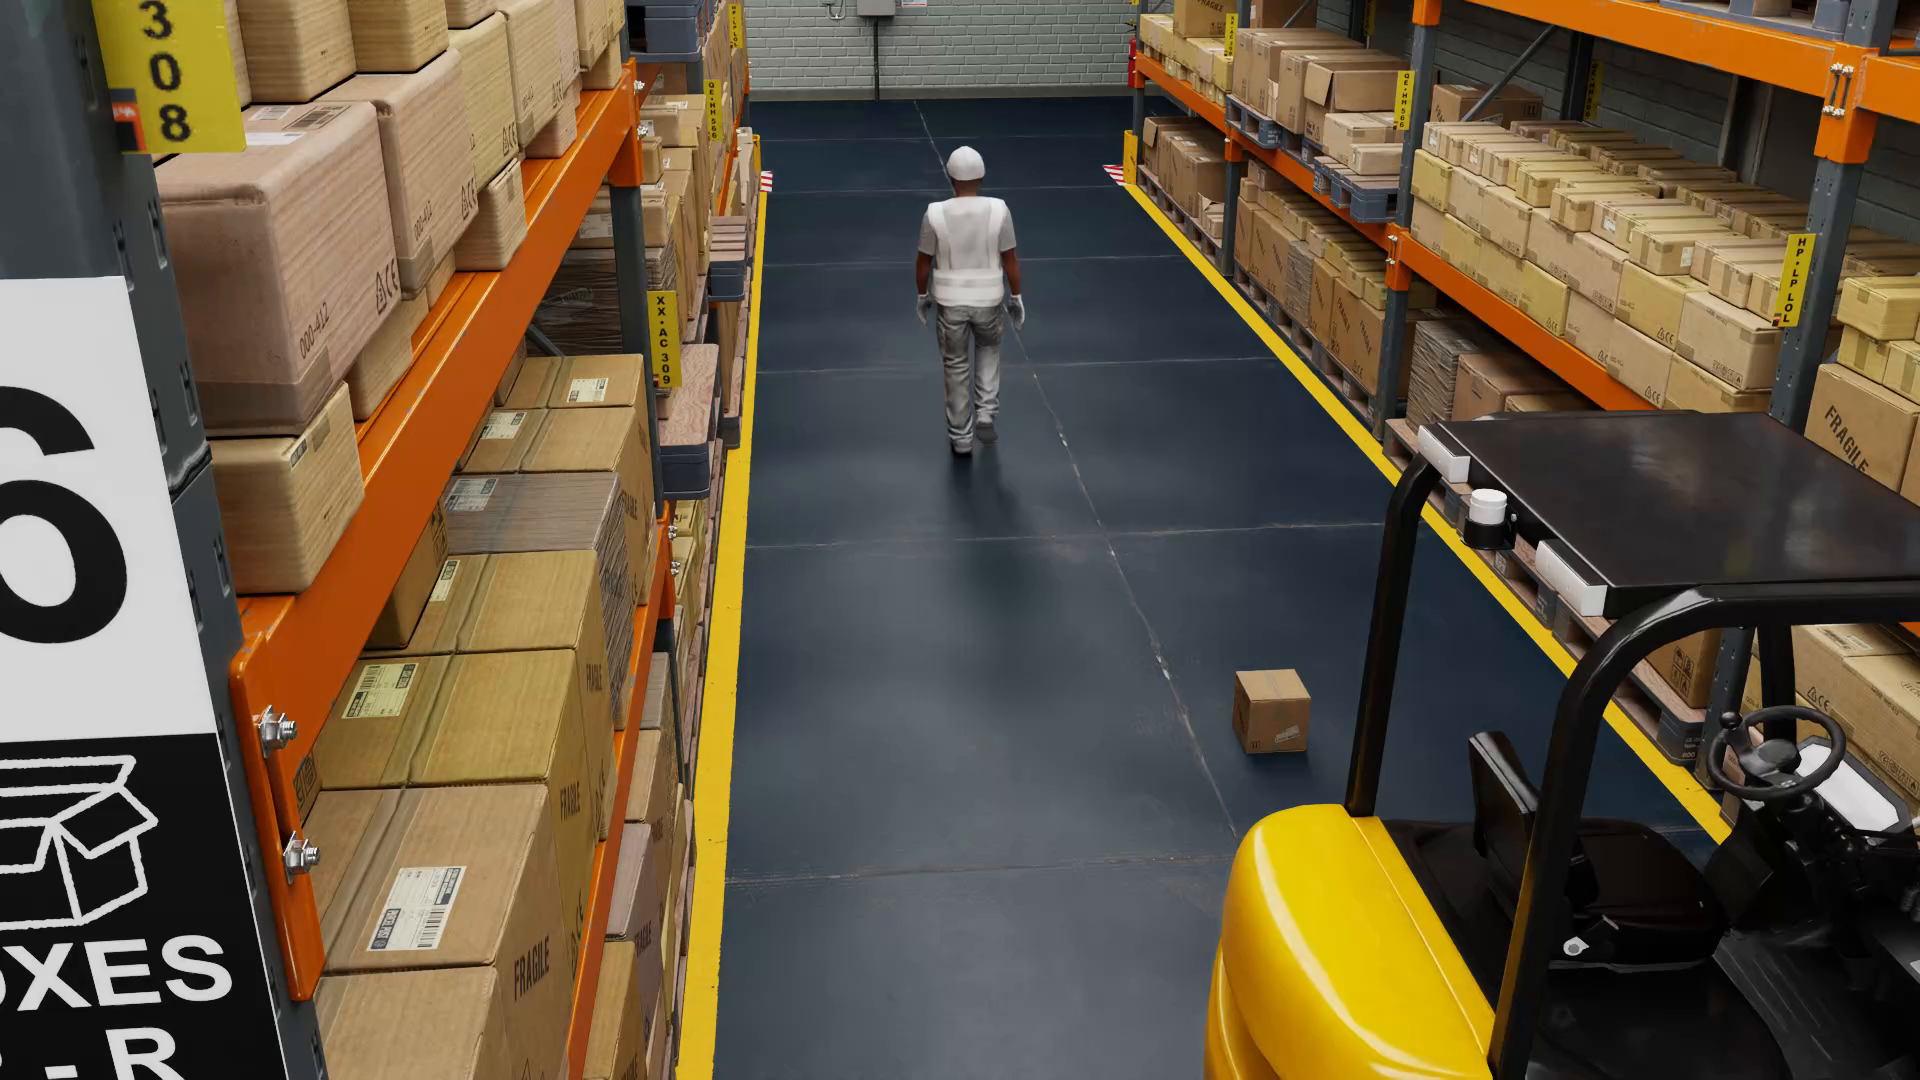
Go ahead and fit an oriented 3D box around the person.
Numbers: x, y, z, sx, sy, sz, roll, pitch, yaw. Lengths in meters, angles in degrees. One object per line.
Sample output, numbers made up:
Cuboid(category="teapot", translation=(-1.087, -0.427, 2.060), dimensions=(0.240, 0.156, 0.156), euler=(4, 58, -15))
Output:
Cuboid(category="person", translation=(0.053, -1.404, 9.767), dimensions=(0.626, 1.808, 0.478), euler=(-3, 24, -6))
